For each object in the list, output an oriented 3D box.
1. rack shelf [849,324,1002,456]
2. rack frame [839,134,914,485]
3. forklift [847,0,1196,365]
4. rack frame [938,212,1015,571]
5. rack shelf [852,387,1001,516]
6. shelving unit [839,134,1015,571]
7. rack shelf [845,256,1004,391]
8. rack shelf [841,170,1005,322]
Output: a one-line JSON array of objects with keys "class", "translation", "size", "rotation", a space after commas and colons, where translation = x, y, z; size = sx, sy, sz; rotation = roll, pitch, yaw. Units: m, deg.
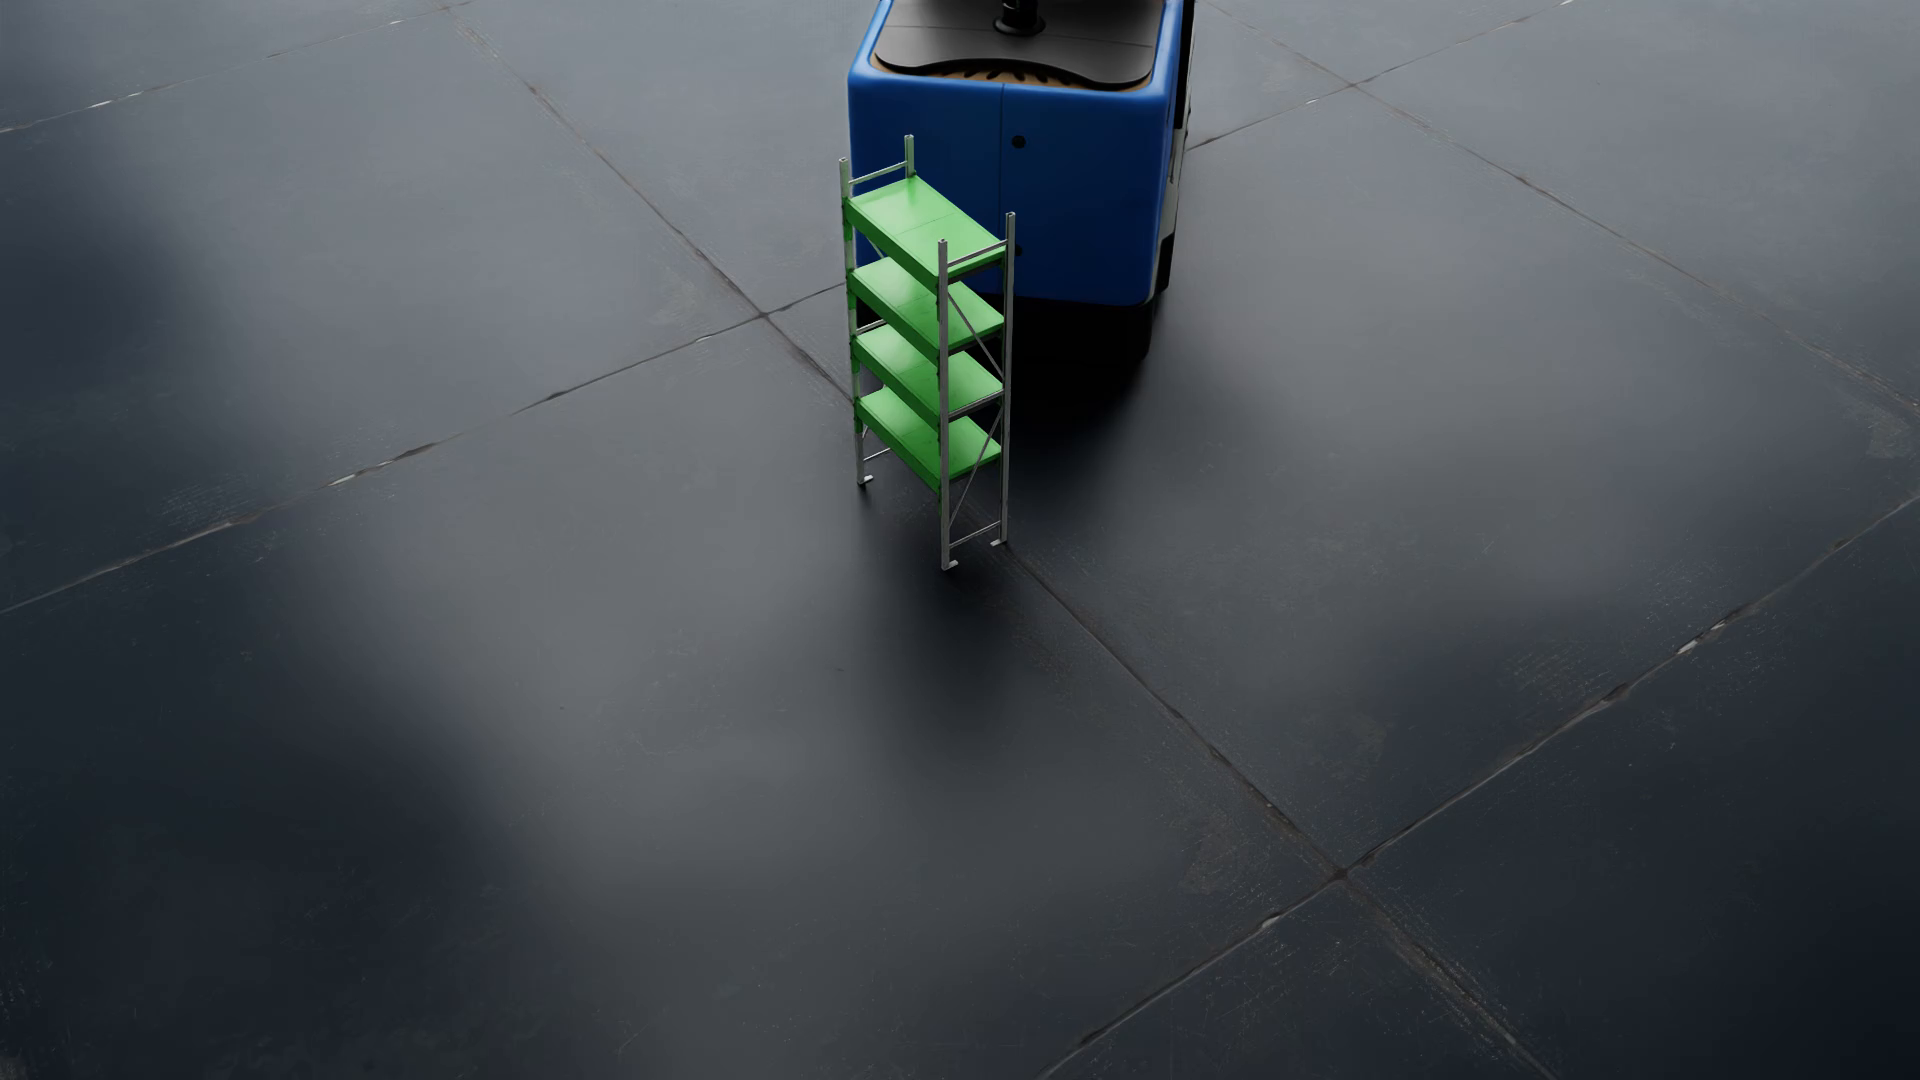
[{"class": "rack shelf", "translation": [-0.095, -0.482, 4.978], "size": [0.258, 0.148, 0.480], "rotation": [-26, 49, -24]}, {"class": "rack frame", "translation": [-0.234, -0.666, 5.079], "size": [0.240, 1.200, 0.015], "rotation": [-26, 49, -24]}, {"class": "forklift", "translation": [0.377, -2.695, 5.950], "size": [1.130, 2.935, 3.031], "rotation": [7, 44, 7]}, {"class": "rack frame", "translation": [0.045, -0.390, 4.789], "size": [0.240, 1.200, 0.015], "rotation": [-26, 49, -24]}, {"class": "rack shelf", "translation": [-0.095, -0.308, 5.144], "size": [0.258, 0.148, 0.480], "rotation": [-26, 49, -24]}, {"class": "shelving unit", "translation": [-0.095, -0.528, 4.934], "size": [0.258, 1.200, 0.503], "rotation": [-26, 49, -24]}, {"class": "rack shelf", "translation": [-0.095, -0.655, 4.812], "size": [0.258, 0.148, 0.480], "rotation": [-26, 49, -24]}, {"class": "rack shelf", "translation": [-0.095, -0.829, 4.647], "size": [0.258, 0.148, 0.480], "rotation": [-26, 49, -24]}]
